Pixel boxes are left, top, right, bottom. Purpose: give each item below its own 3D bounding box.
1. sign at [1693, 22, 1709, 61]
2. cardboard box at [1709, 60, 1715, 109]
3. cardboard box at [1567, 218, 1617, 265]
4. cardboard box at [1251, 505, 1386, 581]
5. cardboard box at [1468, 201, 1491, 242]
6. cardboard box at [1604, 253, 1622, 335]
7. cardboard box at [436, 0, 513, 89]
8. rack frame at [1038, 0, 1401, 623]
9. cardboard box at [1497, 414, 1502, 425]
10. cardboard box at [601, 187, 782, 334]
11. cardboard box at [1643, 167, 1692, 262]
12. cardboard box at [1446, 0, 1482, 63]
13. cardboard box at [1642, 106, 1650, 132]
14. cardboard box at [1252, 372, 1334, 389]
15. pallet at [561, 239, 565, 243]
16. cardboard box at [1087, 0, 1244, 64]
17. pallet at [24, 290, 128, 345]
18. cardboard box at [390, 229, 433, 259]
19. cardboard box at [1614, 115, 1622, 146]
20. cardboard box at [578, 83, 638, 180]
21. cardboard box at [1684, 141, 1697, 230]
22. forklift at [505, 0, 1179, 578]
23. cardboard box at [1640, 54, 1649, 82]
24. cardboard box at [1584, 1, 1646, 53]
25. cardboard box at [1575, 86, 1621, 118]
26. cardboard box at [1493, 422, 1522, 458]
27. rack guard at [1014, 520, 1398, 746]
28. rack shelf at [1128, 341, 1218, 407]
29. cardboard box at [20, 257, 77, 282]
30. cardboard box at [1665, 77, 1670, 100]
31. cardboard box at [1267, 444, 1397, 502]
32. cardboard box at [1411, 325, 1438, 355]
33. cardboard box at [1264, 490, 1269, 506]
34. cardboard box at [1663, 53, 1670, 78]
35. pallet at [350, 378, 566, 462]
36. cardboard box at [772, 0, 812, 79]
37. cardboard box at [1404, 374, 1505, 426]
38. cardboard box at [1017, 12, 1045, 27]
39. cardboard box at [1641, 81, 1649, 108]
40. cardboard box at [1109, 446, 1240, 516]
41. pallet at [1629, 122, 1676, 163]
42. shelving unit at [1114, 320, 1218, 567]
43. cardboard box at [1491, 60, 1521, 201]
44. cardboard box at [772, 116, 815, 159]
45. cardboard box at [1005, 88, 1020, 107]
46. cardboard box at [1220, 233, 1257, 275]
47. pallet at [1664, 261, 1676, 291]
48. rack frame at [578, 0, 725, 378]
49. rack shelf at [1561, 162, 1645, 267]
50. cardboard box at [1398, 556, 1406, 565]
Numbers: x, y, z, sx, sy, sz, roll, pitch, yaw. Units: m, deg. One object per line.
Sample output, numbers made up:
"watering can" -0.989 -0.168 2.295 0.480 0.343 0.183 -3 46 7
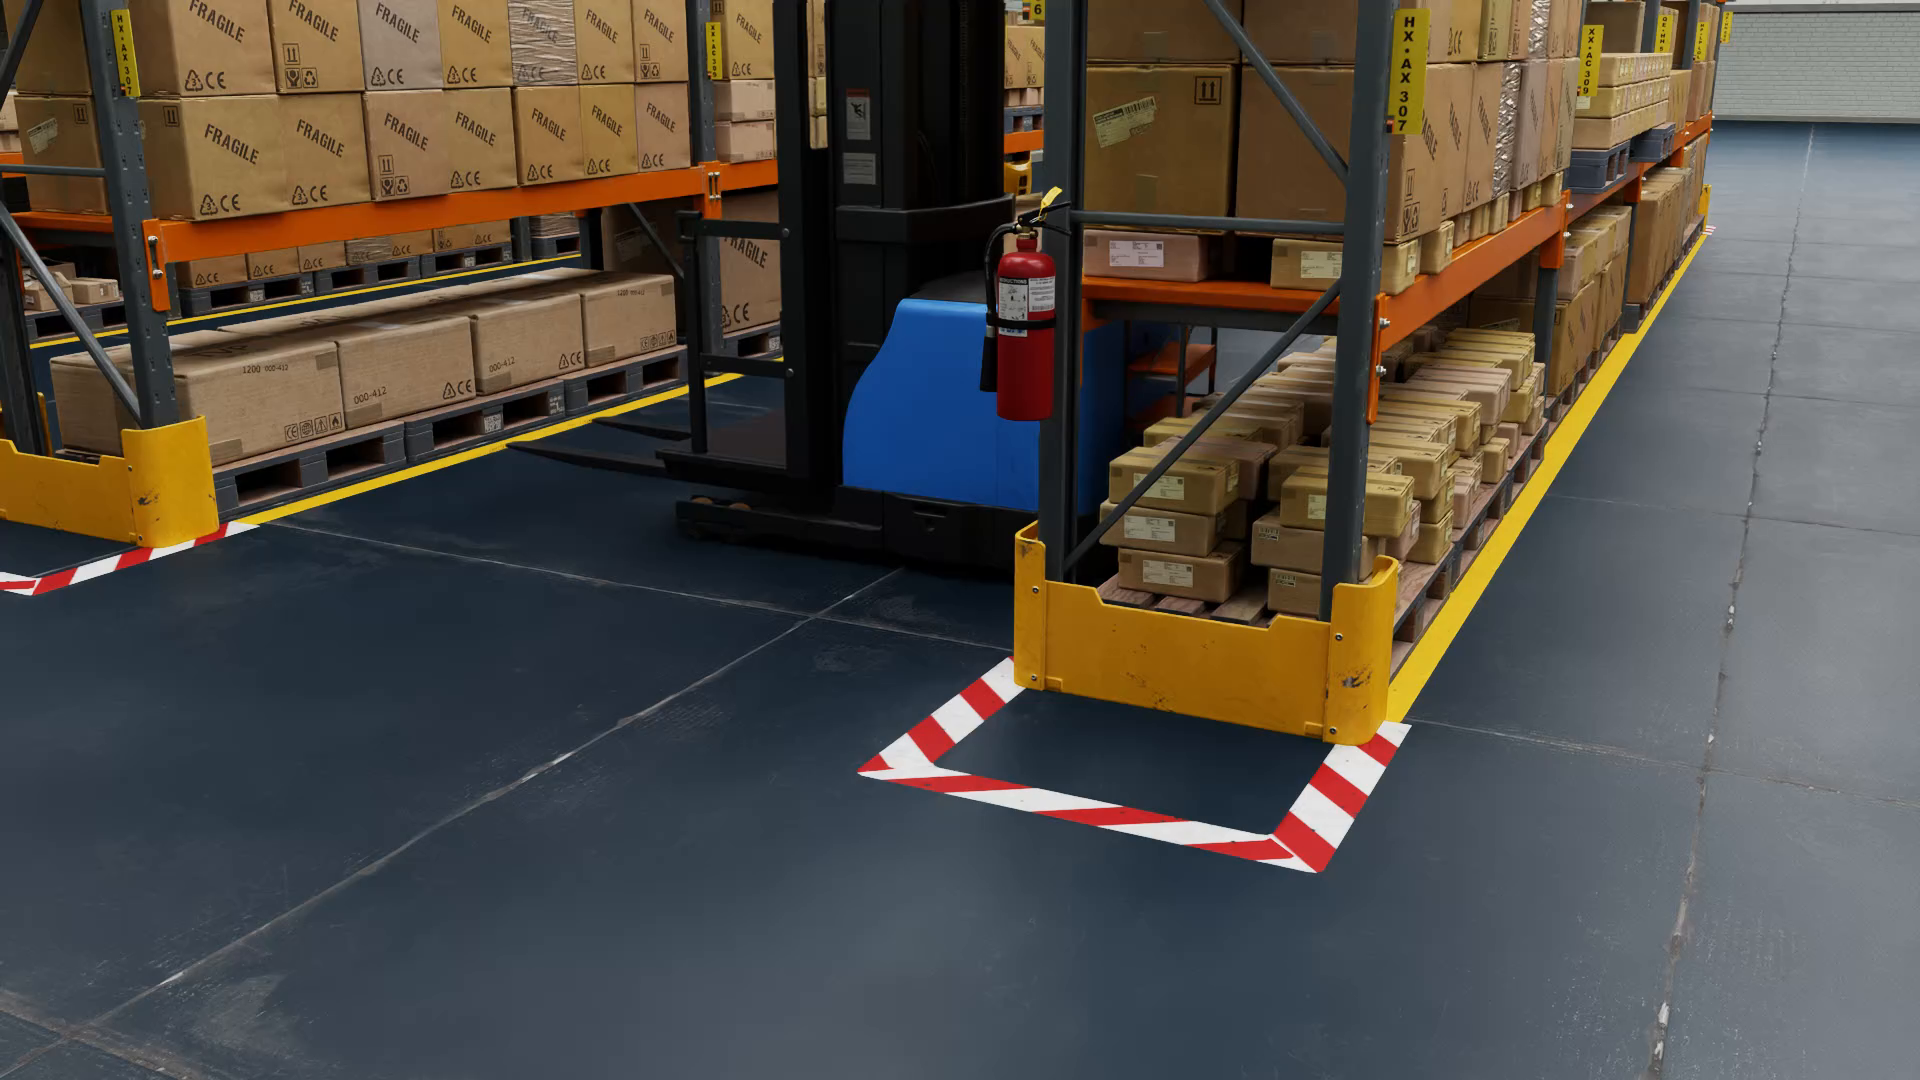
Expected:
"sign" 6.571 -4.423 14.753 0.100 0.325 0.005 8 18 25
"cardboard box" 7.744 -4.963 18.202 0.875 0.550 0.550 8 18 25
"cardboard box" 3.766 -1.851 10.324 0.500 0.250 0.500 9 19 27
"cardboard box" 1.183 0.006 5.483 0.380 0.149 0.250 9 19 28
"cardboard box" 1.809 -1.240 6.372 0.380 0.149 0.250 9 19 27
"cardboard box" 3.999 -1.624 10.876 0.500 0.500 0.500 9 19 28
"cardboard box" -2.615 -2.525 8.325 0.500 0.500 0.500 8 18 26
"rack frame" 0.720 -0.916 4.839 1.000 3.000 0.127 8 18 25
"cardboard box" 2.237 -0.599 7.520 0.380 0.149 0.250 8 18 26
"cardboard box" -1.761 -1.890 11.112 0.875 0.875 0.875 9 19 27
"cardboard box" 5.885 -2.926 14.820 1.050 0.750 0.750 8 18 25
"cardboard box" 1.377 -1.796 5.347 0.500 0.500 0.500 9 19 27
"cardboard box" 3.907 -2.524 9.958 0.380 0.149 0.250 9 19 27
"cardboard box" 1.447 -0.598 6.995 0.380 0.149 0.250 8 18 26
"pallet" -3.672 -3.366 17.985 1.003 0.211 1.213 8 18 25
"cardboard box" 0.702 -1.734 5.140 0.500 0.500 0.500 8 18 24
"pallet" -6.717 -1.658 12.235 1.003 0.211 1.213 8 18 25
"cardboard box" -5.083 -2.796 14.824 0.500 0.500 0.500 9 19 28
"cardboard box" 3.213 -2.129 8.627 0.380 0.149 0.250 8 19 26
"cardboard box" -2.170 -2.304 9.338 0.500 0.500 0.500 8 18 24
"cardboard box" 6.825 -3.537 16.657 0.875 0.875 0.875 8 18 26
"forklift" -0.627 -1.516 6.979 3.031 2.935 1.130 9 19 27
"cardboard box" 3.671 -2.672 9.411 0.380 0.149 0.250 9 19 27
"cardboard box" 4.504 -3.594 11.924 0.700 0.500 0.500 8 18 25
"cardboard box" 3.095 -2.200 8.344 0.380 0.149 0.250 8 19 26
"cardboard box" 2.385 -0.495 7.692 0.380 0.149 0.250 7 18 24
"rack guard" 0.754 0.263 5.261 1.175 0.500 0.348 8 18 25
"rack shelf" 0.828 -0.667 6.548 0.258 0.148 0.480 8 21 21
"cardboard box" -6.915 -1.943 12.284 0.500 0.311 0.500 9 19 27
"cardboard box" 4.481 -2.993 11.015 0.380 0.149 0.250 9 19 27
"cardboard box" 1.273 -0.211 5.693 0.380 0.149 0.250 8 19 26
"cardboard box" 2.168 -0.993 8.325 0.380 0.149 0.250 9 19 28
"cardboard box" 0.931 -0.196 6.165 0.380 0.149 0.250 7 18 23
"cardboard box" 4.371 -3.073 10.760 0.380 0.149 0.250 8 18 25
"pallet" -2.920 -0.706 9.032 1.003 0.211 1.213 8 18 25
"cardboard box" -1.310 -3.275 10.849 0.500 0.500 0.500 8 18 25
"cardboard box" 2.064 -0.589 6.965 0.380 0.149 0.250 7 18 23
"cardboard box" 0.688 -4.915 15.728 0.380 0.149 0.250 9 19 28
"cardboard box" 3.791 -2.599 9.686 0.380 0.149 0.250 8 18 24
"cardboard box" 0.729 -0.203 5.663 0.380 0.149 0.250 8 18 26
"pallet" 4.071 -2.667 11.071 1.213 0.211 1.003 8 18 25
"shelving unit" 0.827 -0.520 6.601 0.258 1.200 0.503 8 21 21
"cardboard box" 1.836 -1.579 6.374 0.500 0.500 0.500 8 18 24
"cardboard box" -1.304 -2.677 11.034 0.500 0.250 0.500 8 18 24
"cardboard box" 0.289 -3.765 14.137 0.380 0.149 0.250 7 18 22
"cardboard box" 0.757 -0.973 5.473 0.380 0.149 0.250 8 18 25
"pallet" 5.804 -2.430 14.834 1.003 0.211 1.213 8 18 25
"rack frame" -1.967 -2.539 10.303 1.000 3.000 0.127 8 18 25
"rack shelf" 3.401 -2.099 10.087 1.077 0.370 4.000 8 18 25
"cardboard box" 1.389 0.016 5.973 0.380 0.149 0.250 8 18 26
